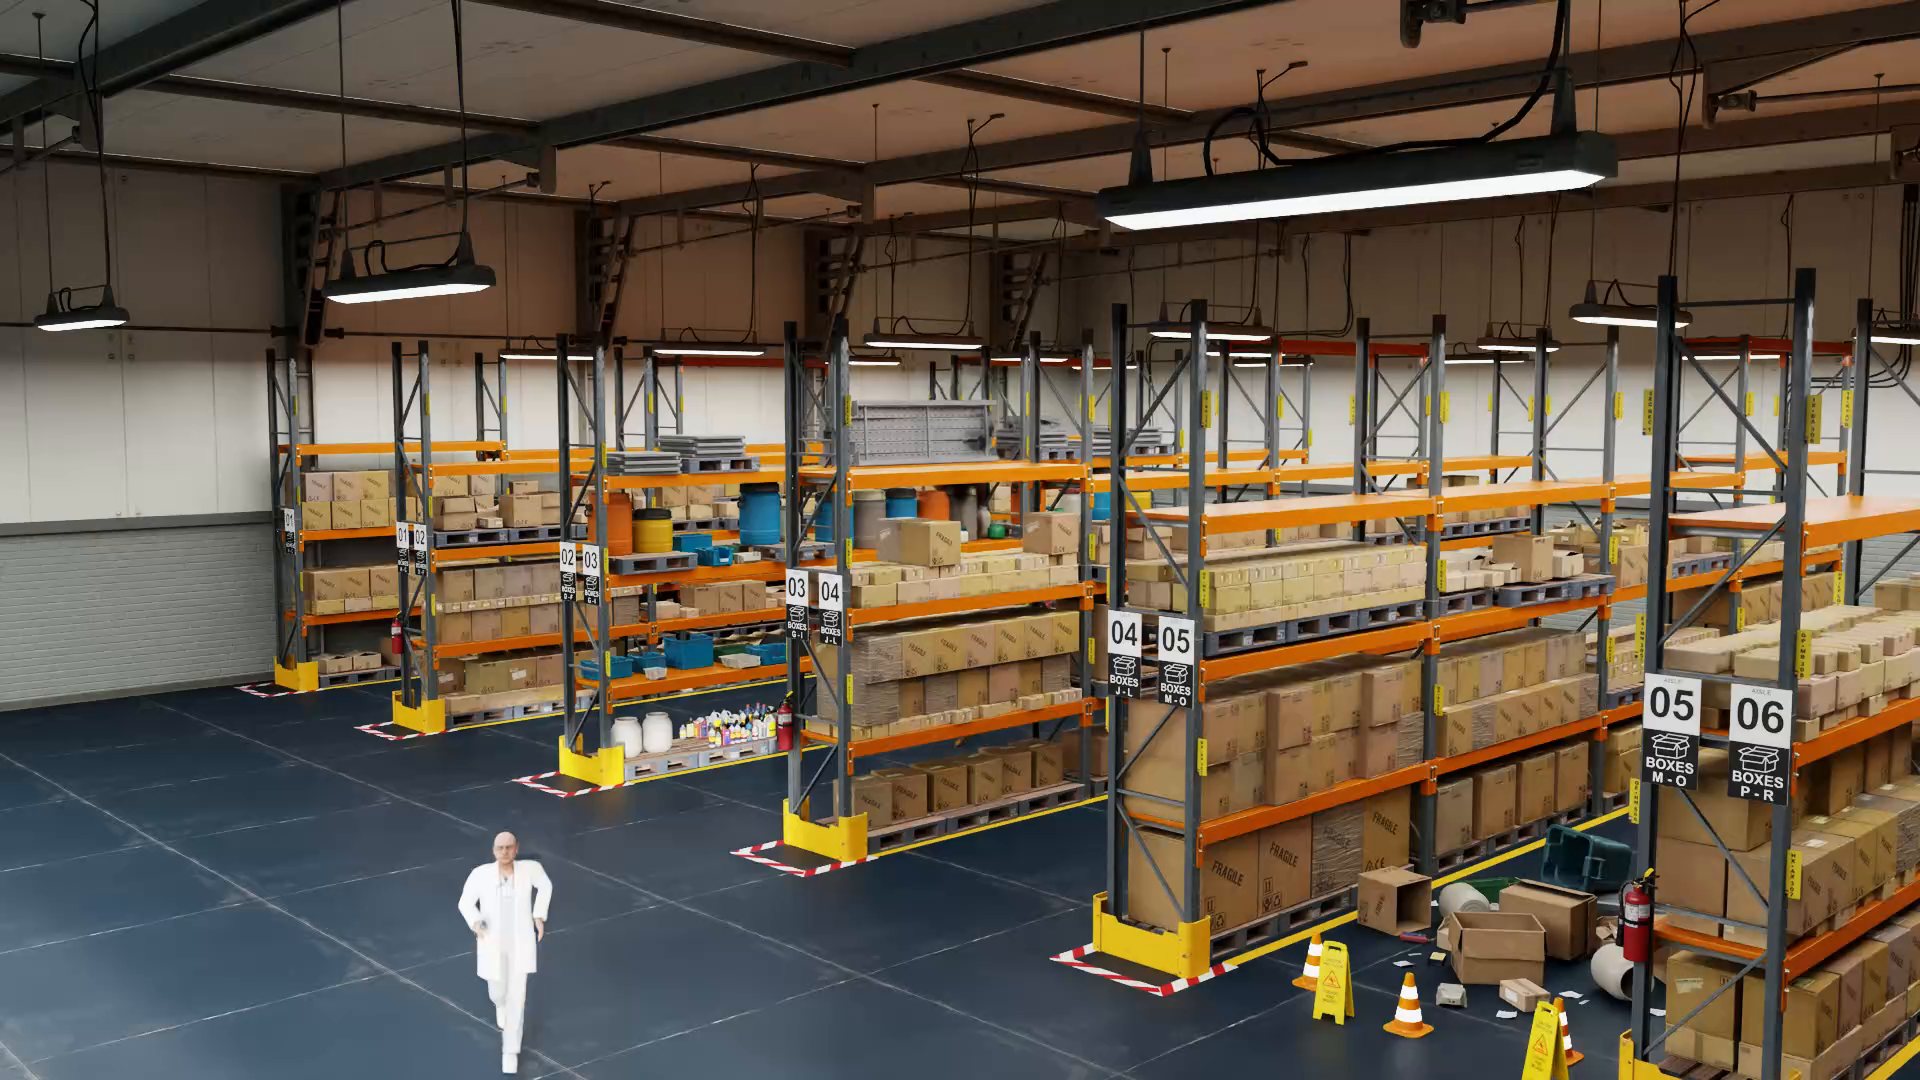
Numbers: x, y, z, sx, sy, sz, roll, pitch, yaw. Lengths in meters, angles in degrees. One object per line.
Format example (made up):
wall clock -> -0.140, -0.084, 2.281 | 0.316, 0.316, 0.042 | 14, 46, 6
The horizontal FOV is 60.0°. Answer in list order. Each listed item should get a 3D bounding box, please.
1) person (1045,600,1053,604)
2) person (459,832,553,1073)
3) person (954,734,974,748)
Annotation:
person -> 1.950, 1.400, 33.079 | 0.669, 1.833, 0.852 | 4, 6, 36
person -> -3.555, 3.156, 13.034 | 0.703, 1.767, 1.018 | -1, 5, -13
person -> 0.070, 1.944, 23.460 | 0.619, 1.866, 0.725 | 4, 6, 36
